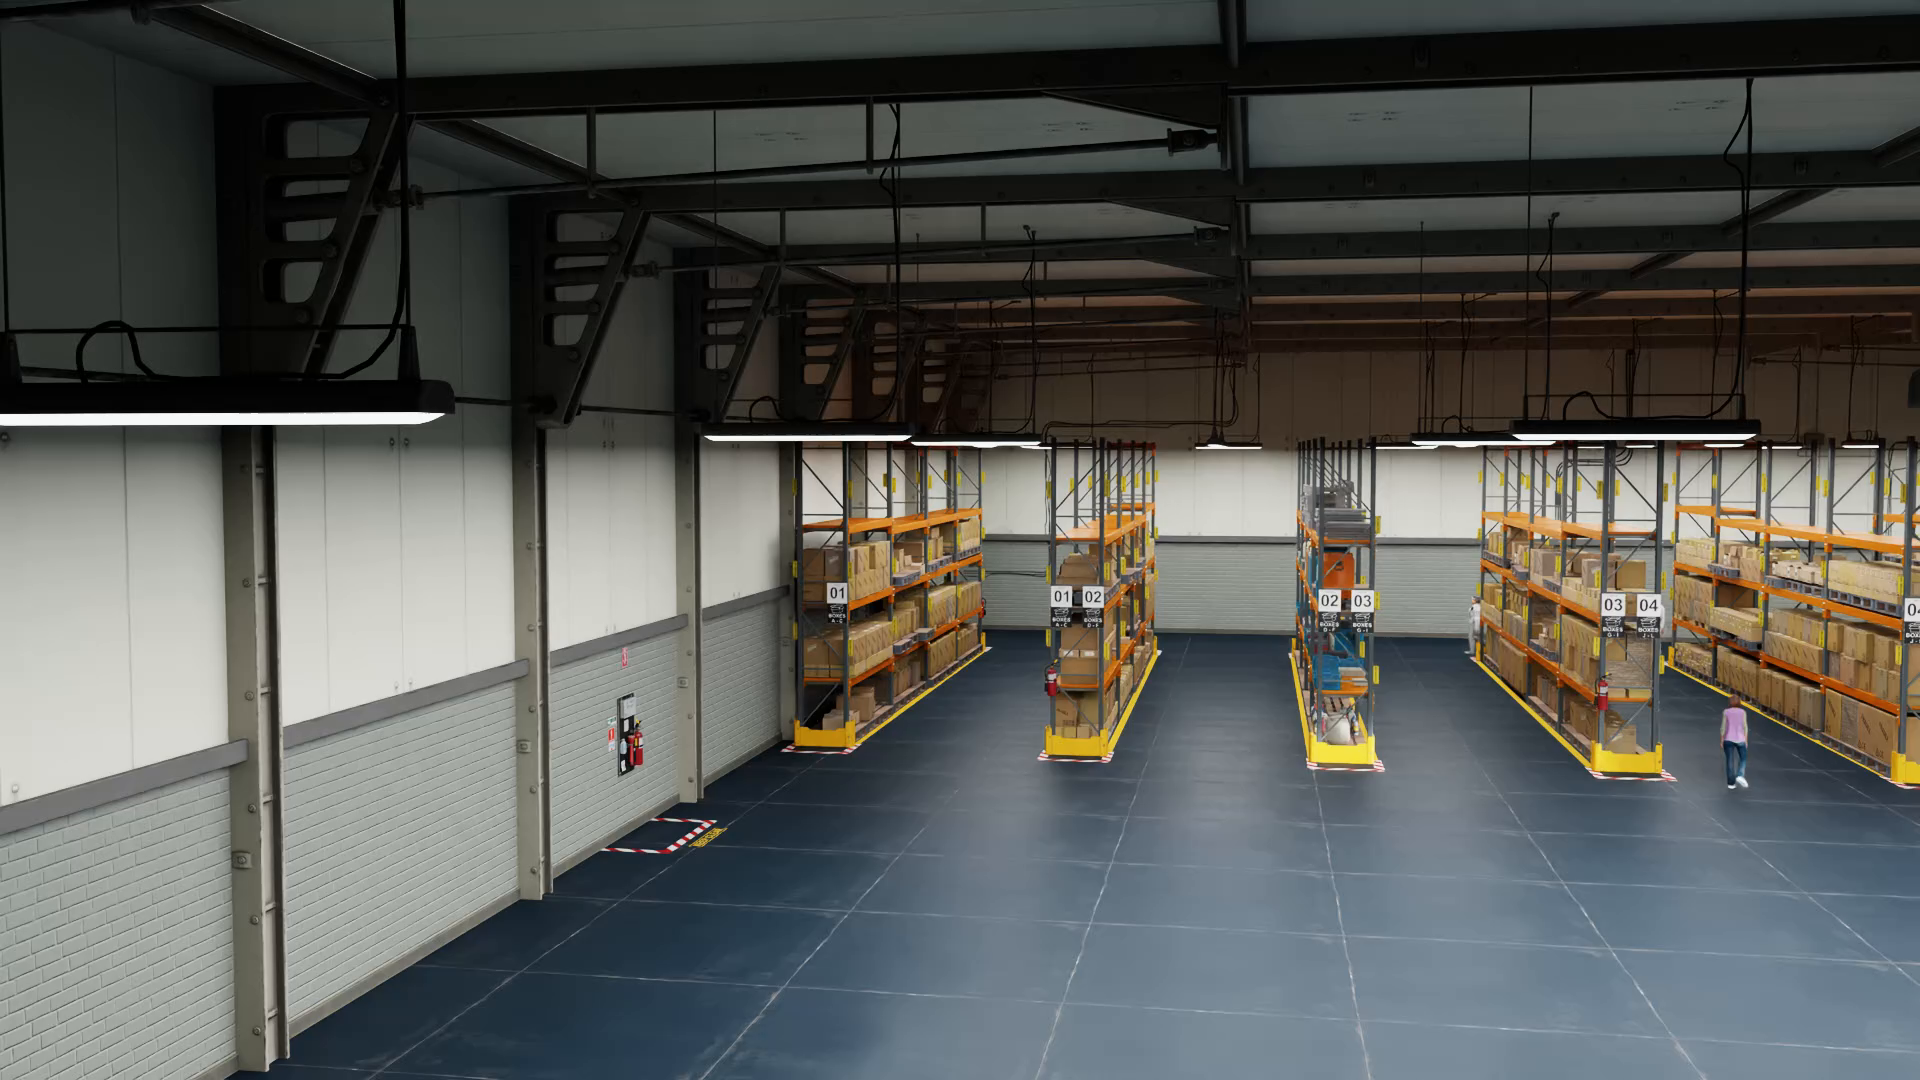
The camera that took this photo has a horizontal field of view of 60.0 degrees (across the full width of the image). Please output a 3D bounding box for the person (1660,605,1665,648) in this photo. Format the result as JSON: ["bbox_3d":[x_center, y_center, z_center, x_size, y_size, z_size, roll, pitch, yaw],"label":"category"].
[{"bbox_3d":[19.227,2.489,45.995,0.804,1.554,0.606,-2,4,-34],"label":"person"}]

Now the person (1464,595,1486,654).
[{"bbox_3d":[14.605,2.384,47.009,0.674,1.668,0.488,0,3,8],"label":"person"}]

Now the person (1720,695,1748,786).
[{"bbox_3d":[13.153,3.394,28.269,0.420,1.534,0.399,2,3,30],"label":"person"}]
